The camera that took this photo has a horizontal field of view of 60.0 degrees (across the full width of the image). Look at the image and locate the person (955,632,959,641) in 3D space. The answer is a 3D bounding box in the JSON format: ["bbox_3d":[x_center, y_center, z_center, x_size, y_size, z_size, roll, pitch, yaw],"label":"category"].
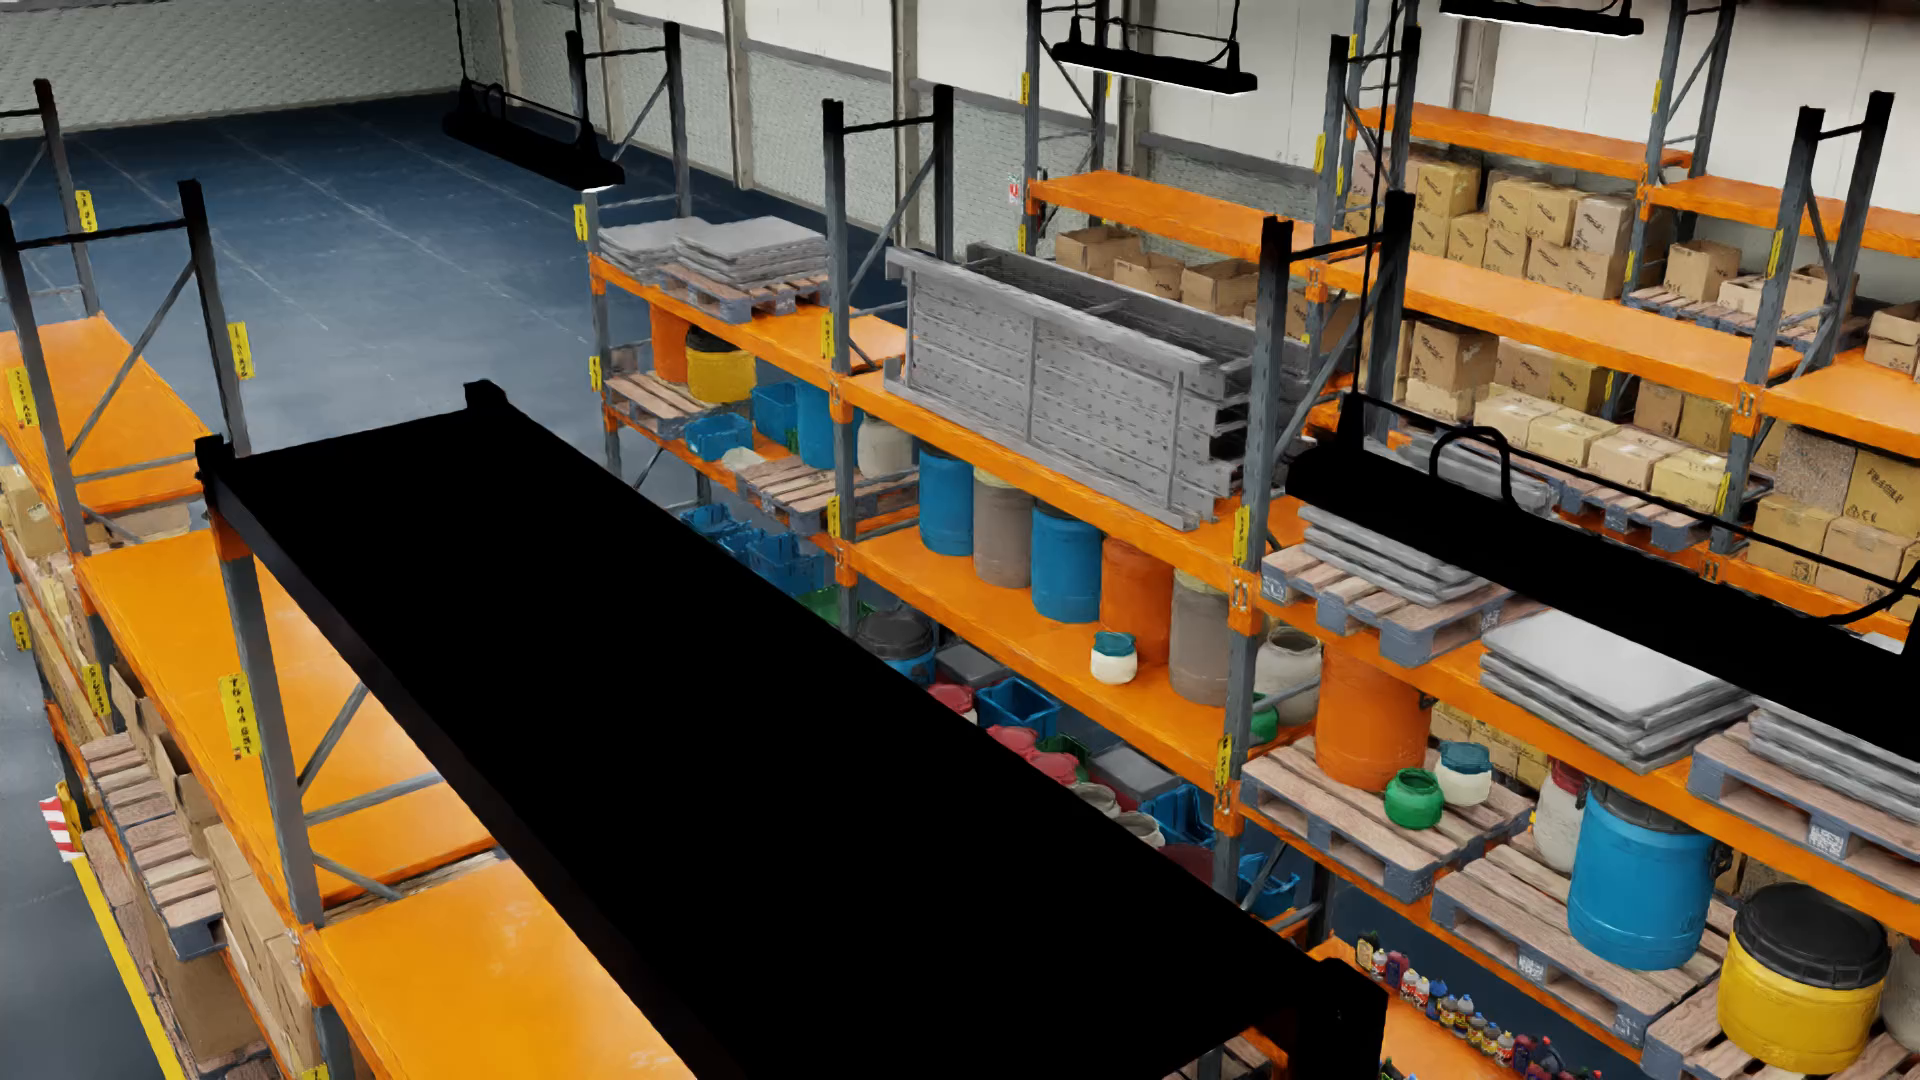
[{"bbox_3d":[0.223,0.878,15.267,0.566,1.538,0.516,-19,31,-35],"label":"person"}]
